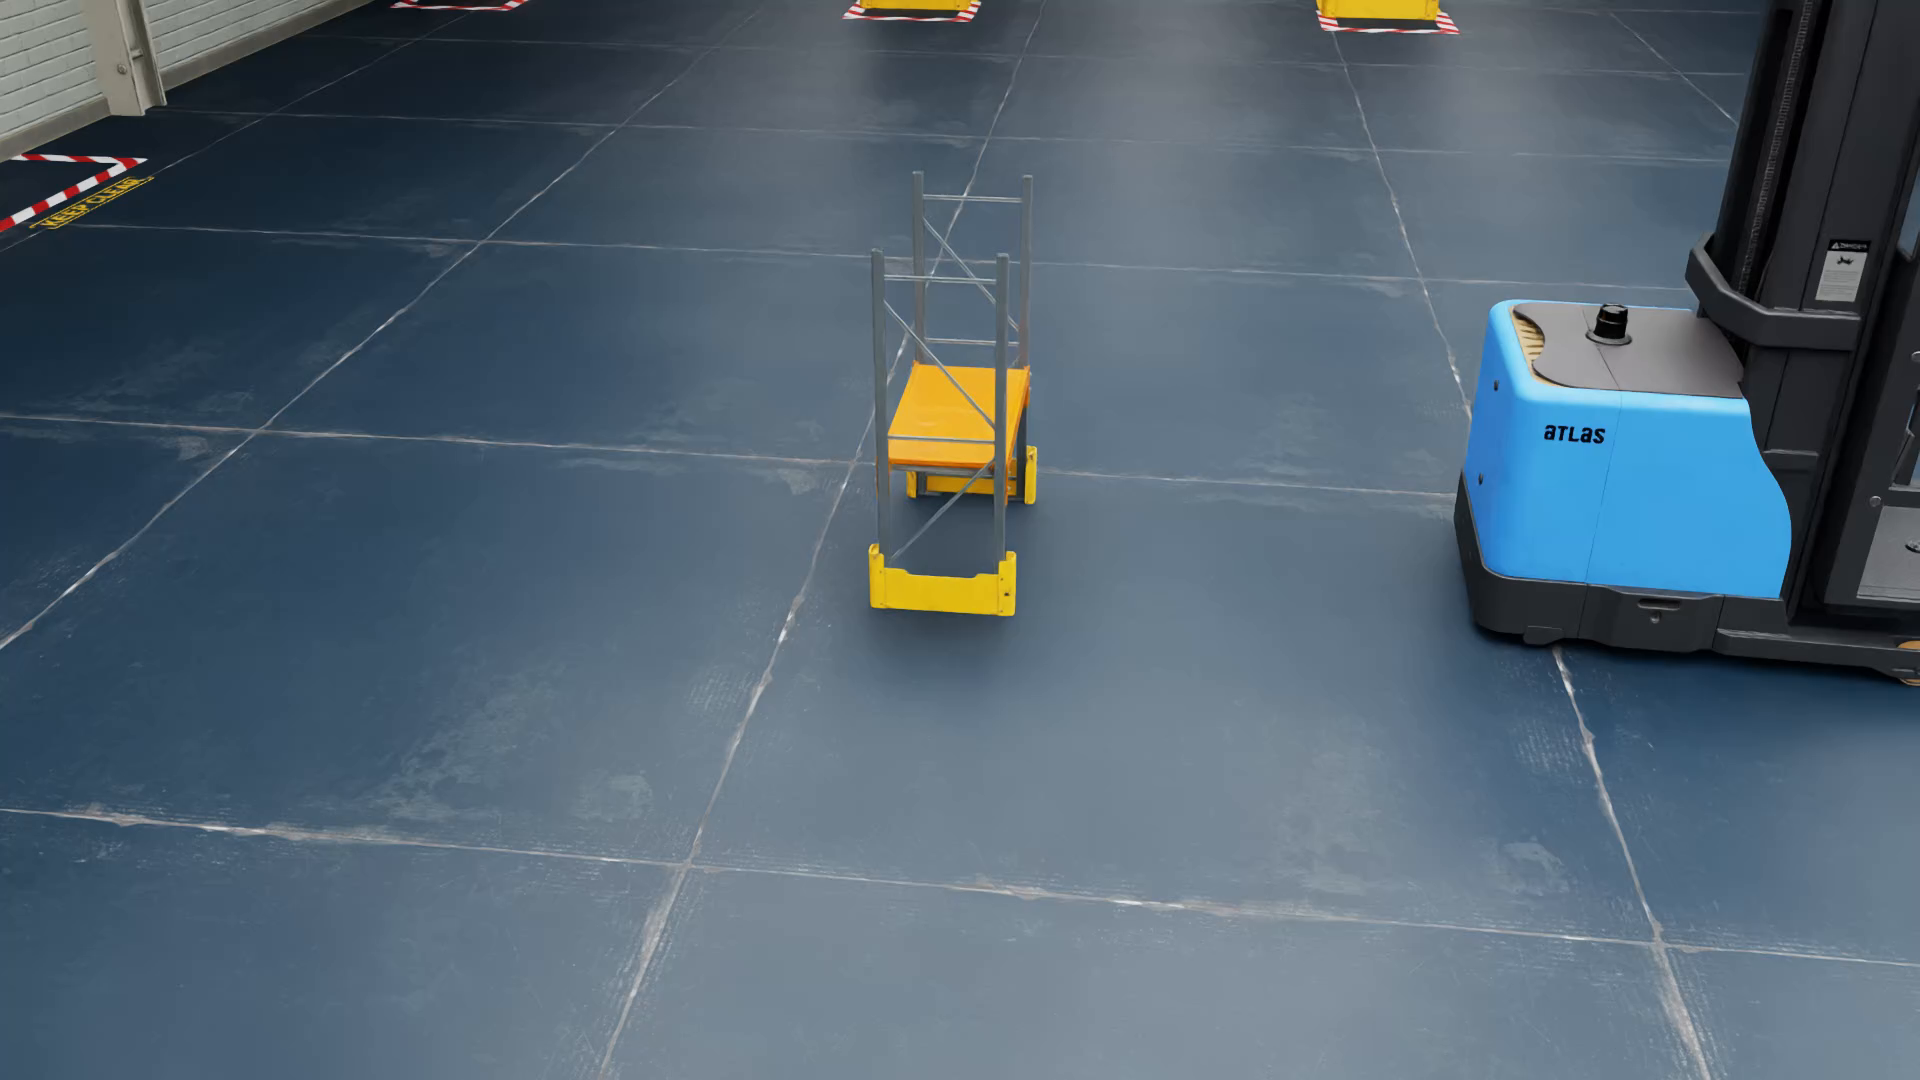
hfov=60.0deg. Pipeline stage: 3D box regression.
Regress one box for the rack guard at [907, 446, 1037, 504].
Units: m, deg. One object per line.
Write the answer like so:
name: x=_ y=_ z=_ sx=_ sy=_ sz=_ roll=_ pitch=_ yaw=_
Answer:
rack guard: x=0.052 y=-0.309 z=7.559 sx=0.587 sy=0.250 sz=0.087 roll=3 pitch=28 yaw=6

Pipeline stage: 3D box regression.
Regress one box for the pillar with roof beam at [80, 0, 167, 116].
pillar with roof beam: x=-2.630 y=-7.324 z=11.358 sx=9.100 sy=9.000 sz=0.400 roll=3 pitch=28 yaw=6

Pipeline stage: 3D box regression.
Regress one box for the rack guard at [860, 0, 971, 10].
rack guard: x=-0.480 y=-5.980 z=17.823 sx=1.175 sy=0.500 sz=0.348 roll=3 pitch=28 yaw=6

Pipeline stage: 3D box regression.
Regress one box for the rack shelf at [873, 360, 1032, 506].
rack shelf: x=-0.010 y=-0.462 z=6.905 sx=0.538 sy=0.185 sz=1.000 roll=3 pitch=28 yaw=6

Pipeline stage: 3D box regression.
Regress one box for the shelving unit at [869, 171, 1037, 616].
shelving unit: x=-0.009 y=-0.624 z=6.828 sx=0.587 sy=1.500 sz=1.083 roll=3 pitch=28 yaw=6

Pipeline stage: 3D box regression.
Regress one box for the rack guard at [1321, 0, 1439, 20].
rack guard: x=4.401 y=-5.740 z=17.378 sx=1.175 sy=0.500 sz=0.348 roll=3 pitch=28 yaw=6

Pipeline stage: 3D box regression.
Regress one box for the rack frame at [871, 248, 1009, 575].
rack frame: x=-0.073 y=-0.381 z=6.376 sx=0.500 sy=1.500 sz=0.032 roll=3 pitch=28 yaw=6

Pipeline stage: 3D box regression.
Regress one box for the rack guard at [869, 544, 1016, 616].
rack guard: x=-0.070 y=0.160 z=6.689 sx=0.587 sy=0.250 sz=0.087 roll=3 pitch=28 yaw=6

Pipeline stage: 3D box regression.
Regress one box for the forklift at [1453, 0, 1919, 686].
forklift: x=3.579 y=-1.001 z=6.018 sx=3.031 sy=2.935 sz=1.130 roll=5 pitch=29 yaw=8

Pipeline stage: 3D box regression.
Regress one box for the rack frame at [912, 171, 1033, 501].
rack frame: x=0.052 y=-0.859 z=7.264 sx=0.500 sy=1.500 sz=0.032 roll=3 pitch=28 yaw=6
